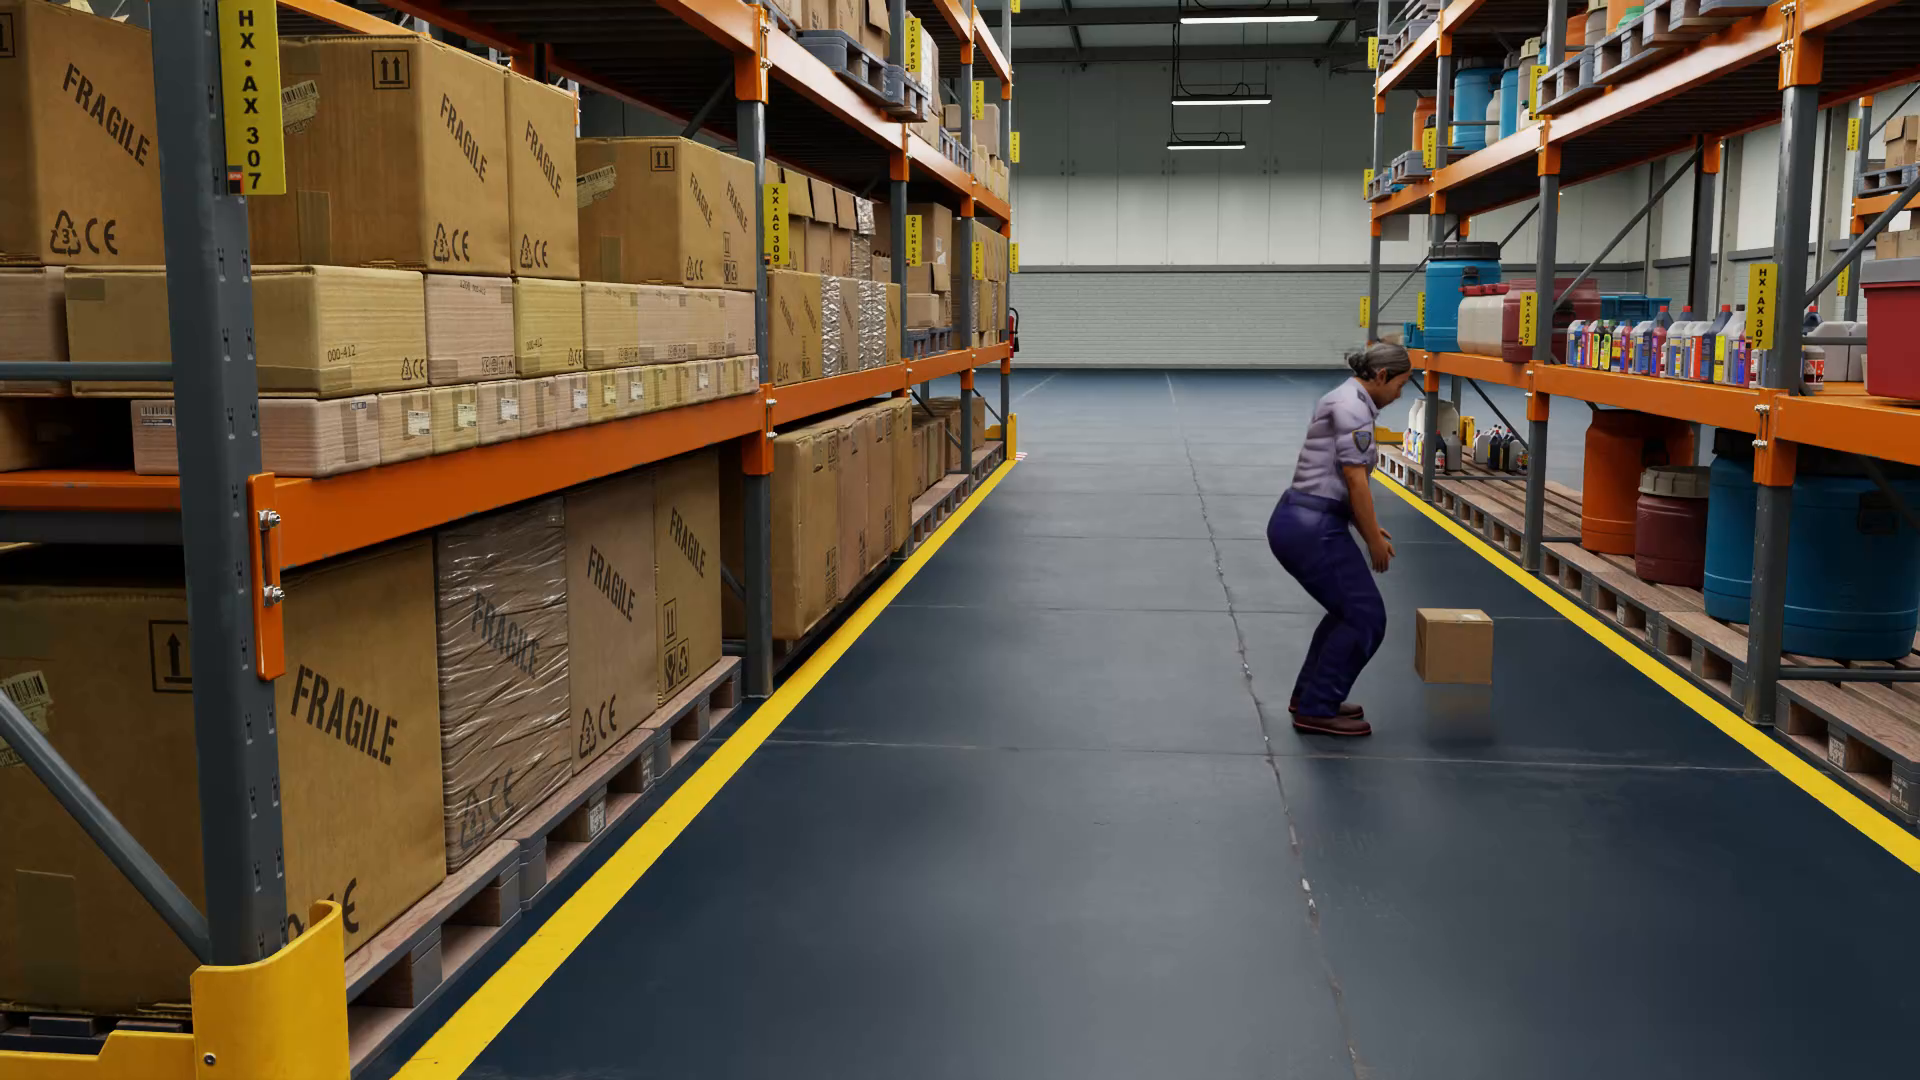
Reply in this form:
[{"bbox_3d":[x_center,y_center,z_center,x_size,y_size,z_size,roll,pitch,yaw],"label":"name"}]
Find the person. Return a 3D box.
[{"bbox_3d":[1.473,-0.015,6.527,0.529,1.510,0.522,1,8,7],"label":"person"}]
